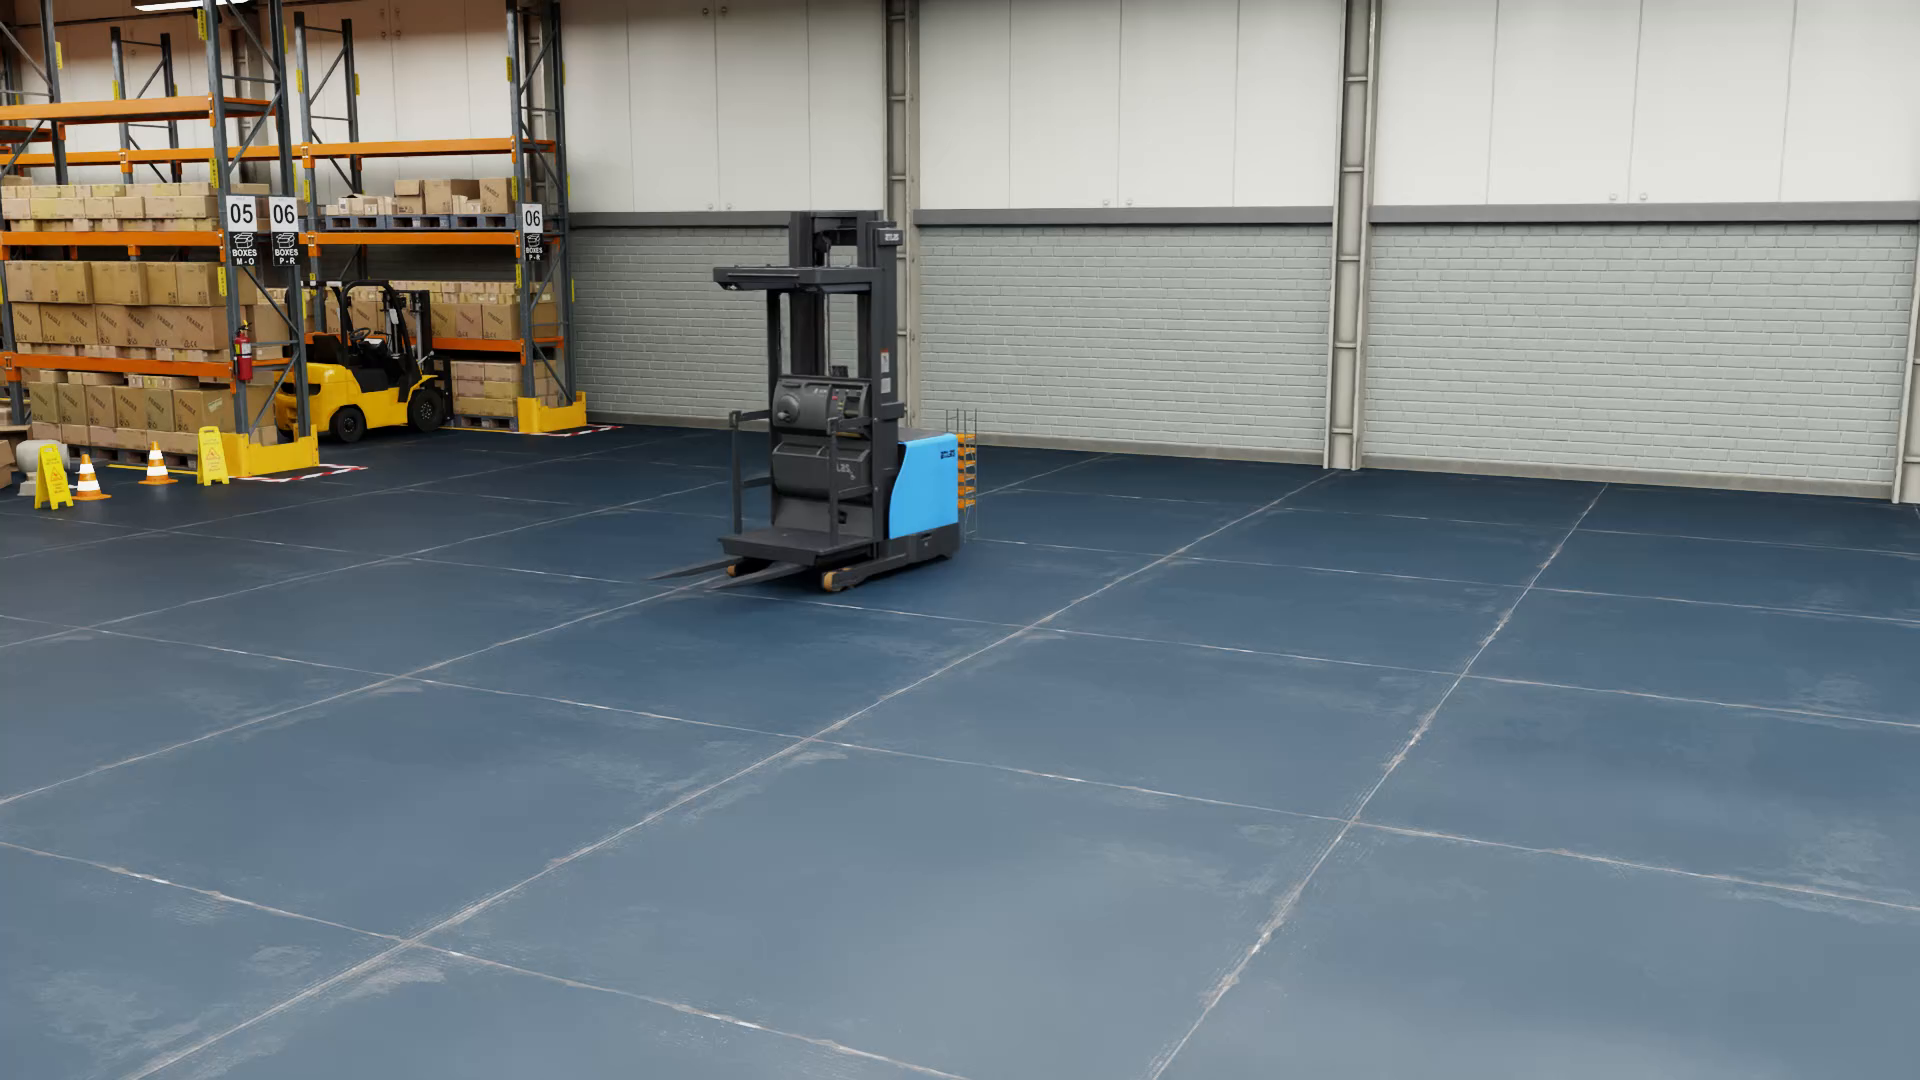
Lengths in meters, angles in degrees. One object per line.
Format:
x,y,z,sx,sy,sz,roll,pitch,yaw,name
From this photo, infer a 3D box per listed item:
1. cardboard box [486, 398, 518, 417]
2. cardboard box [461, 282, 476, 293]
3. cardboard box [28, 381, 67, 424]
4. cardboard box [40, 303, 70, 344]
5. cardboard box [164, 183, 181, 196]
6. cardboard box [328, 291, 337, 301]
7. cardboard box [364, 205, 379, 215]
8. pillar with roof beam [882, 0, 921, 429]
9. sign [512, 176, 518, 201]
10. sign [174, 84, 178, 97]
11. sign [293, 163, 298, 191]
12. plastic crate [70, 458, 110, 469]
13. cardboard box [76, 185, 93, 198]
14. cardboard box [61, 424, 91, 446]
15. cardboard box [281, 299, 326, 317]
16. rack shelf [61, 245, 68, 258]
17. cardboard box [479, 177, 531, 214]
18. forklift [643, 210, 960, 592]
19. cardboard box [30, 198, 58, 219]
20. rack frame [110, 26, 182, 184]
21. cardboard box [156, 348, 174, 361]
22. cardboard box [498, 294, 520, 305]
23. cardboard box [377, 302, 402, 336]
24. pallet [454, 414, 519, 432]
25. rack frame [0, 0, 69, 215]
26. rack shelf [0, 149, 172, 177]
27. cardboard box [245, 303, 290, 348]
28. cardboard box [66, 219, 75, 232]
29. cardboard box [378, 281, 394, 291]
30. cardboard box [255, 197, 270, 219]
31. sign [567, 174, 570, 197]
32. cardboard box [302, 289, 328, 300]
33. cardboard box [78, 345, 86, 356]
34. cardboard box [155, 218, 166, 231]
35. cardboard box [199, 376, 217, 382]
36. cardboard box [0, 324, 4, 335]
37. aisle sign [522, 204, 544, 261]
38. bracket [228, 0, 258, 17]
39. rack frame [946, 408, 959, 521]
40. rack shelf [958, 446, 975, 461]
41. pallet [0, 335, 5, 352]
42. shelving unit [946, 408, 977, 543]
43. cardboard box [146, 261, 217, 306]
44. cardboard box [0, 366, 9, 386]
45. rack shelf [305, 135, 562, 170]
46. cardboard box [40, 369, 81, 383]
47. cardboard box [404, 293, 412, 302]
-6.489,-1.933,24.029,0.500,0.250,0.500,5,11,26,cardboard box
-7.014,-3.664,24.117,0.250,0.149,0.380,5,11,26,cardboard box
-11.298,-1.748,20.901,0.500,0.500,0.500,6,12,29,cardboard box
-10.976,-2.695,20.585,0.500,0.500,0.500,5,11,26,cardboard box
-9.006,-4.068,19.326,0.250,0.149,0.380,5,11,25,cardboard box
-9.346,-3.709,25.200,0.250,0.149,0.380,5,11,25,cardboard box
-8.558,-4.872,24.549,0.250,0.149,0.380,5,12,28,cardboard box
-2.678,-5.083,18.049,0.400,9.000,9.100,5,11,26,pillar with roof beam
-6.180,-4.880,23.084,0.005,0.325,0.100,5,11,26,sign
-12.860,-7.302,27.239,0.005,0.325,0.100,5,11,26,sign
-7.881,-4.292,19.648,0.005,0.325,0.100,5,11,26,sign
-10.663,-0.924,20.109,0.583,0.080,0.402,1,10,6,plastic crate
-10.378,-4.189,19.996,0.250,0.149,0.380,5,11,25,cardboard box
-10.815,-1.339,20.746,0.500,0.250,0.500,6,12,29,cardboard box
-10.069,-3.578,25.595,0.500,0.250,0.500,5,11,25,cardboard box
-13.502,-3.895,21.924,4.000,0.370,1.077,5,11,26,rack shelf
-6.433,-4.870,23.551,0.500,0.500,0.500,5,12,28,cardboard box
-1.243,-1.129,13.236,1.130,2.935,3.031,7,12,33,forklift
-10.968,-4.046,20.326,0.500,0.250,0.500,5,11,25,cardboard box
-13.102,-6.675,26.845,0.127,3.000,1.000,5,11,26,rack frame
-9.292,-2.213,19.739,0.250,0.149,0.380,5,12,27,cardboard box
-6.363,-3.444,23.733,0.250,0.149,0.380,5,11,27,cardboard box
-8.304,-3.302,24.774,0.500,0.500,0.500,5,11,25,cardboard box
-6.632,-1.774,24.440,1.213,0.211,1.003,5,11,26,pallet
-11.708,-5.567,20.722,0.127,3.000,1.000,5,11,26,rack frame
-14.896,-6.282,27.815,4.000,0.370,1.077,5,11,26,rack shelf
-8.423,-2.577,19.930,0.500,0.500,0.500,5,11,25,cardboard box
-10.614,-3.823,20.215,0.250,0.149,0.380,5,11,24,cardboard box
-8.423,-3.773,24.715,0.250,0.149,0.380,5,11,25,cardboard box
-8.454,-3.930,19.688,0.500,0.250,0.500,5,11,25,cardboard box
-5.677,-5.126,24.031,0.005,0.325,0.100,5,11,26,sign
-9.920,-3.768,25.524,0.250,0.149,0.380,5,12,28,cardboard box
-10.607,-2.347,20.478,0.250,0.149,0.380,5,11,26,cardboard box
-9.223,-3.707,19.572,0.250,0.149,0.380,5,11,26,cardboard box
-11.959,-2.660,26.992,0.625,0.625,0.875,5,12,28,cardboard box
-12.292,-2.694,21.221,0.250,0.149,0.380,5,11,27,cardboard box
-5.999,-4.320,23.377,0.004,0.787,0.394,5,11,26,aisle sign
-11.319,-8.398,26.258,0.430,0.232,0.235,5,11,26,bracket
-0.069,-0.596,15.157,0.006,1.200,0.240,5,11,26,rack frame
0.013,-0.782,15.082,0.180,0.103,0.258,5,11,26,rack shelf
-12.329,-2.604,21.734,1.213,0.211,1.003,5,11,26,pallet
0.013,-0.589,15.117,0.189,1.200,0.258,5,11,26,shelving unit
-9.126,-3.034,19.647,0.500,0.500,0.700,5,11,26,cardboard box
-16.355,-2.941,28.897,0.500,0.500,0.500,6,12,28,cardboard box
-7.721,-5.652,24.332,4.000,0.370,1.077,5,11,26,rack shelf
-11.213,-2.048,20.736,0.250,0.149,0.380,5,11,27,cardboard box
-7.968,-3.584,24.509,0.250,0.149,0.380,5,11,25,cardboard box
